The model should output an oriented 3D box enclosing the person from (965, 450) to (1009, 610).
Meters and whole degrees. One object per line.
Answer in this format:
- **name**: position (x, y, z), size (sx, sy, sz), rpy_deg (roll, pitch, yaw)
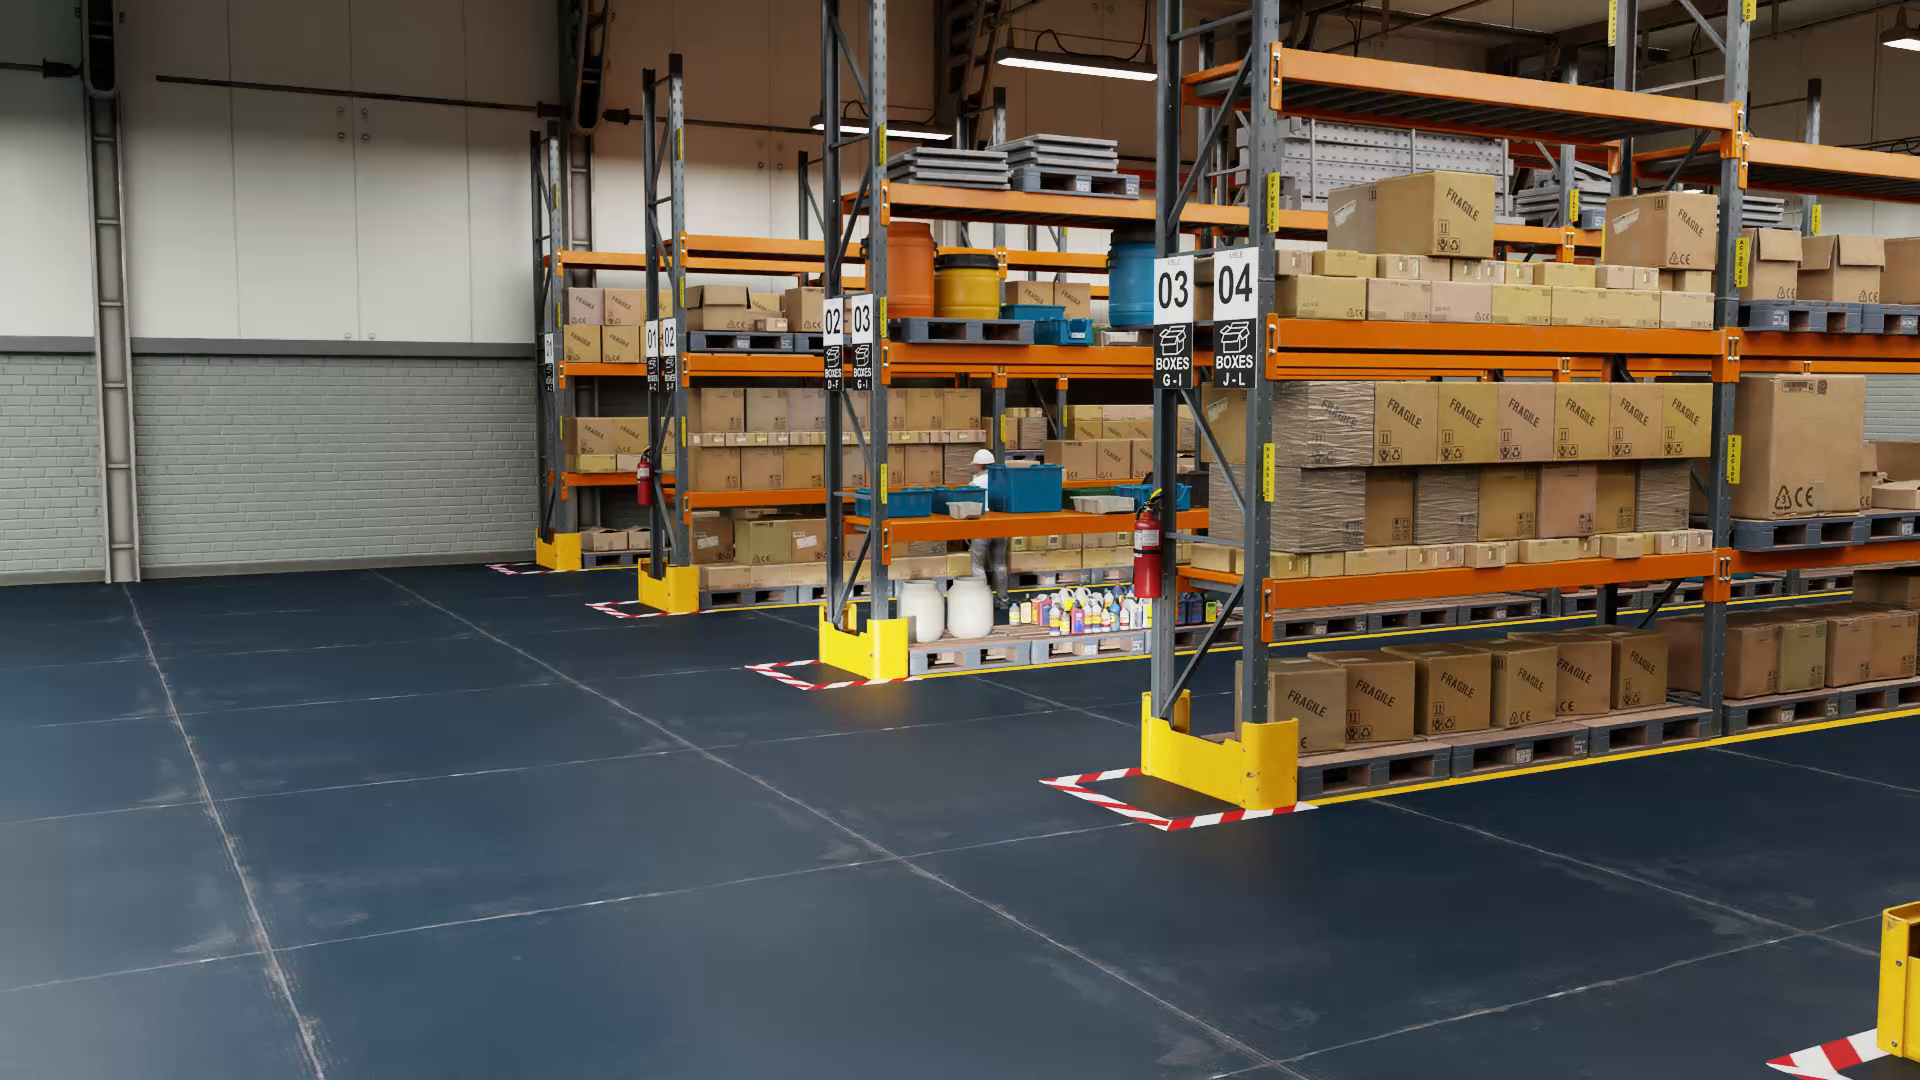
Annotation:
- **person**: position (0.309, -0.108, 18.343), size (0.580, 1.769, 0.463), rpy_deg (-3, 6, -29)
